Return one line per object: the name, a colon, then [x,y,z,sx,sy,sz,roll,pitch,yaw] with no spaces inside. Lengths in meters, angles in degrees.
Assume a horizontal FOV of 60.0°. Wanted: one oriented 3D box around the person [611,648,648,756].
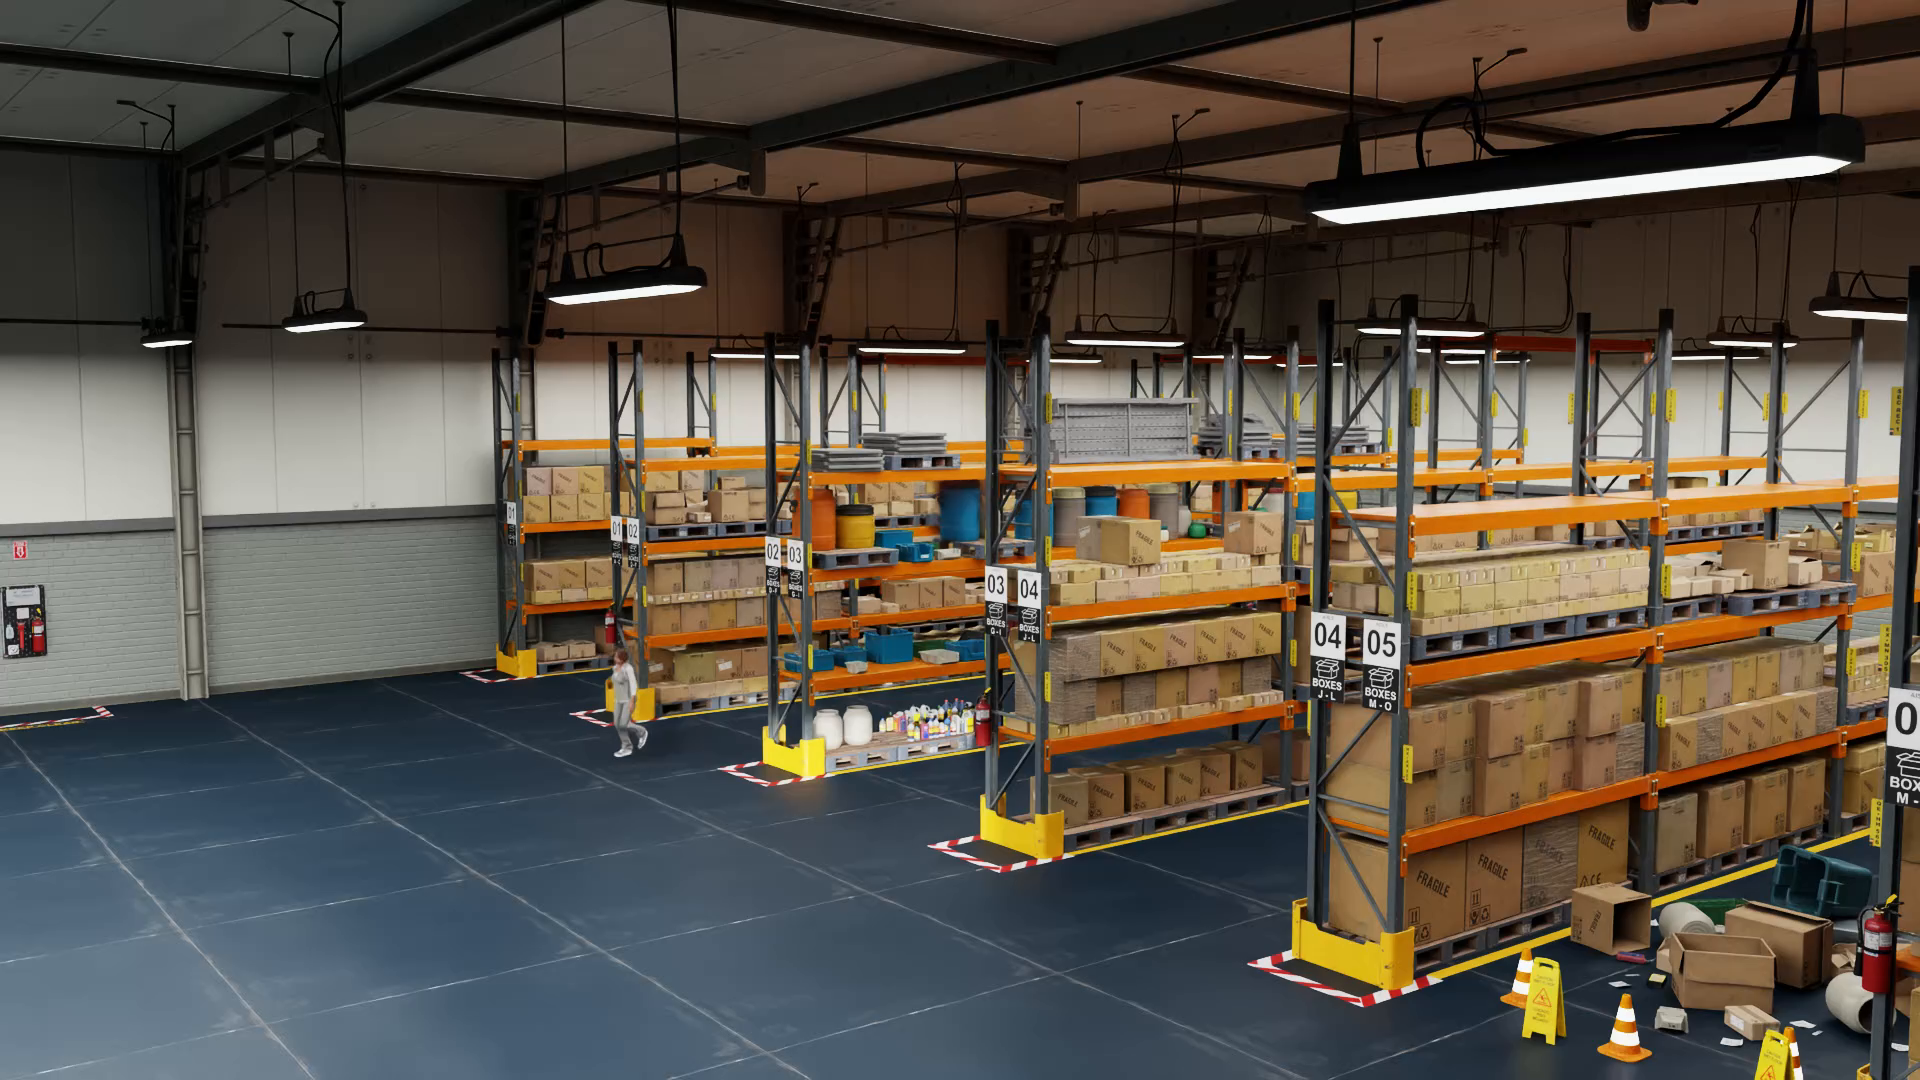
person: [-4.724,2.311,23.764,0.481,1.568,0.518,5,7,42]
